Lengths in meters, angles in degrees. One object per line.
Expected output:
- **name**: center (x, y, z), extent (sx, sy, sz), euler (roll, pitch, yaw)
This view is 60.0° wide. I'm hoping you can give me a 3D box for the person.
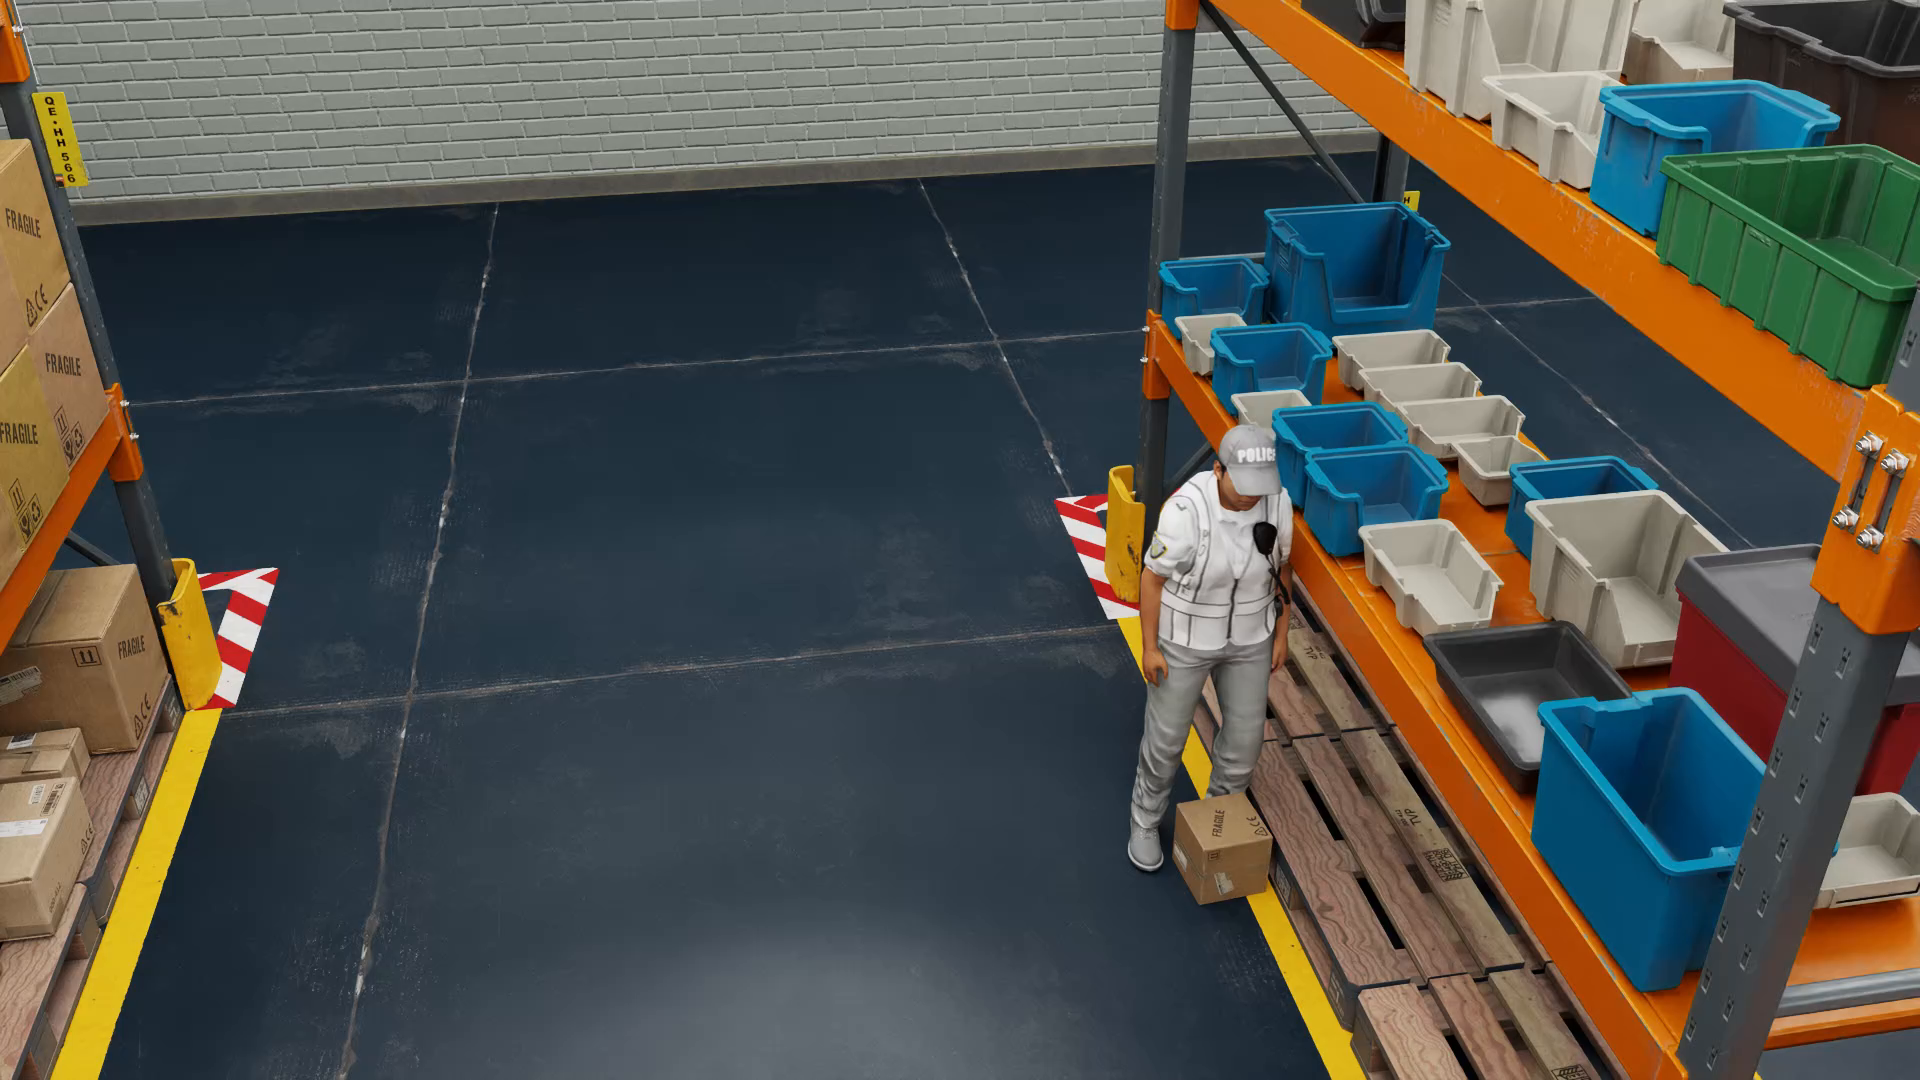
- **person**: center (0.846, 0.346, 5.546), extent (0.543, 1.666, 0.470), euler (-6, 31, -10)
